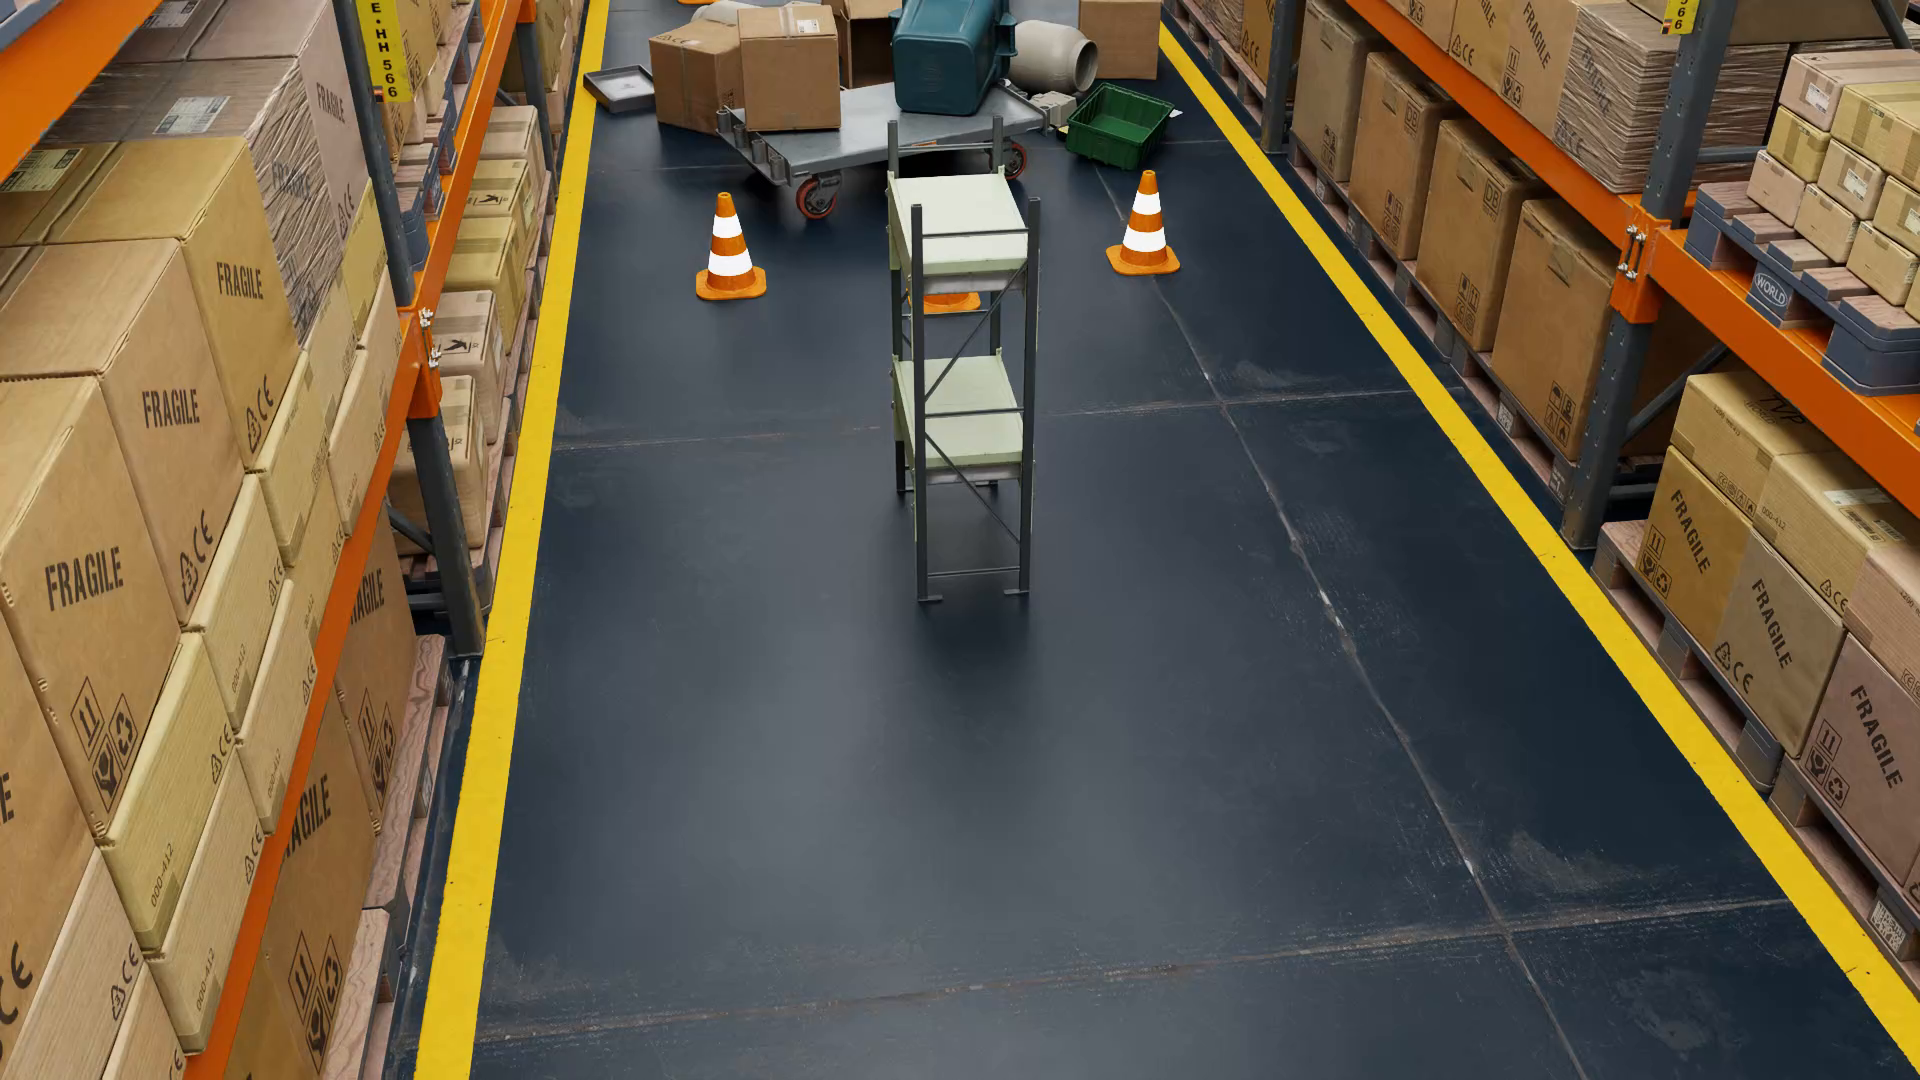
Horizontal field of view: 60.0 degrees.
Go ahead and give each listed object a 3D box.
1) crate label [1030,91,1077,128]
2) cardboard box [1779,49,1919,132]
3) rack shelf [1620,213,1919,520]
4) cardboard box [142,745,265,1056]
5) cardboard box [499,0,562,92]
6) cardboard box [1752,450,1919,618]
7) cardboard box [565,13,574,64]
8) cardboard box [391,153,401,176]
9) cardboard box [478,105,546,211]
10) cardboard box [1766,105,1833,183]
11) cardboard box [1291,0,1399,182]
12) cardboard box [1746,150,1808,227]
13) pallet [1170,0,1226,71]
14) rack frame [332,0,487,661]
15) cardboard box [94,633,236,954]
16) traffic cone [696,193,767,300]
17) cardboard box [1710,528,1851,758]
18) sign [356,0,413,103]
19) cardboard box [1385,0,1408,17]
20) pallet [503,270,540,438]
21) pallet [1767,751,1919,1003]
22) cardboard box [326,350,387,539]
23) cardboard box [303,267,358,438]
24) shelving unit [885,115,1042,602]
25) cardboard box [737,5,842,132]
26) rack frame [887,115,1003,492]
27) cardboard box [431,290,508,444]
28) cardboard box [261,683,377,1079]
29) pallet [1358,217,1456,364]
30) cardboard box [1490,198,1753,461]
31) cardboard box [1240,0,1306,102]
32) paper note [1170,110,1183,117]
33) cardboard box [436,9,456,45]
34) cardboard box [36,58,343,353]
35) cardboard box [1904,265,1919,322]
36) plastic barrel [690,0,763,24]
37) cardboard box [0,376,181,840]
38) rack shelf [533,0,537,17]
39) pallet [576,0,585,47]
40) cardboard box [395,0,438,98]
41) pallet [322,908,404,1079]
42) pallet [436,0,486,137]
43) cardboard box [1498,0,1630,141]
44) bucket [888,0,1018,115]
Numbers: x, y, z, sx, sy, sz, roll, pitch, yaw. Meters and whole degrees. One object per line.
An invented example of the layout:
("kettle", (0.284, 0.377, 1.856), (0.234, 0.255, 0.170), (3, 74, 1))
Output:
("crate label", (0.549, -2.567, 9.895), (0.250, 0.136, 0.298), (27, 43, 34))
("cardboard box", (2.636, -1.306, 4.825), (0.380, 0.149, 0.250), (-4, 35, -6))
("rack shelf", (3.034, 0.148, 4.008), (1.077, 0.370, 4.000), (-4, 35, -6))
("cardboard box", (-1.510, 0.618, 2.812), (0.500, 0.250, 0.500), (-5, 35, -7))
("cardboard box", (-2.476, -2.763, 9.044), (0.500, 0.500, 0.500), (-3, 34, -4))
("cardboard box", (2.686, -0.030, 4.811), (0.500, 0.250, 0.500), (-5, 35, -7))
("cardboard box", (-2.633, -3.046, 10.125), (0.500, 0.250, 0.500), (-5, 35, -7))
("cardboard box", (-1.991, -1.260, 5.285), (0.380, 0.149, 0.250), (-6, 35, -9))
("cardboard box", (-2.592, -1.862, 8.279), (0.950, 0.372, 0.625), (-4, 34, -6))
("cardboard box", (2.631, -1.173, 4.894), (0.380, 0.149, 0.250), (-3, 34, -4))
("cardboard box", (2.400, -2.402, 8.736), (1.050, 0.750, 0.750), (-5, 35, -7))
("cardboard box", (2.625, -1.070, 5.007), (0.380, 0.149, 0.250), (-5, 35, -7))
("pallet", (2.035, -3.458, 11.137), (1.003, 0.211, 1.213), (-4, 35, -6))
("rack frame", (-2.127, -0.834, 4.811), (1.000, 3.000, 0.127), (-4, 35, -6))
("cardboard box", (-1.508, 0.414, 2.668), (0.500, 0.250, 0.500), (-4, 34, -6))
("traffic cone", (-1.111, -1.432, 7.941), (0.336, 0.463, 0.334), (-4, 35, -6))
("cardboard box", (2.678, 0.288, 5.010), (0.500, 0.500, 0.500), (-4, 34, -6))
("sign", (-1.577, -1.357, 4.549), (0.100, 0.325, 0.005), (-4, 35, -6))
("cardboard box", (2.164, -2.664, 7.407), (0.500, 0.500, 0.500), (-5, 35, -7))
("pallet", (-2.391, -0.797, 7.233), (1.003, 0.211, 1.213), (-4, 35, -6))
("pallet", (3.029, 1.002, 4.592), (1.003, 0.211, 1.213), (-4, 35, -6))
("cardboard box", (-1.717, -0.226, 4.051), (0.500, 0.250, 0.500), (-4, 34, -6))
("cardboard box", (-1.737, -0.442, 3.924), (0.500, 0.250, 0.500), (-5, 35, -8))
("shelving unit", (-0.001, -0.623, 5.833), (0.431, 1.500, 0.755), (-4, 35, -6))
("cardboard box", (-0.905, -2.498, 8.799), (0.500, 0.500, 0.500), (-4, 35, -6))
("rack frame", (-0.050, -0.828, 6.133), (0.400, 1.500, 0.023), (-4, 35, -6))
("cardboard box", (-2.300, -0.649, 6.499), (0.950, 0.372, 0.625), (-5, 35, -7))
("cardboard box", (-2.000, 0.760, 3.985), (0.875, 0.875, 0.875), (-4, 34, -6))
("pallet", (2.573, -1.238, 7.880), (1.003, 0.211, 1.213), (-4, 35, -6))
("cardboard box", (2.772, -0.856, 6.467), (1.050, 0.750, 0.750), (-5, 35, -7))
("cardboard box", (2.212, -3.150, 9.722), (0.875, 0.875, 0.875), (-4, 34, -6))
("paper note", (1.239, -2.578, 10.005), (0.142, 0.020, 0.147), (27, 43, 34))
("cardboard box", (-2.155, -2.005, 6.379), (0.380, 0.149, 0.250), (-3, 34, -5))
("cardboard box", (-1.721, -0.734, 3.687), (0.500, 0.500, 0.500), (-4, 34, -6))
("cardboard box", (2.736, -0.620, 4.346), (0.380, 0.149, 0.250), (-3, 34, -4))
("plastic barrel", (-1.425, -3.196, 10.564), (0.512, 0.421, 0.421), (20, 39, 26))
("cardboard box", (-1.524, 0.114, 2.442), (0.500, 0.500, 0.500), (-5, 35, -8))
("rack shelf", (-2.934, -3.885, 9.926), (1.077, 0.370, 4.000), (-4, 35, -6))
("pallet", (-3.118, -3.648, 11.415), (1.003, 0.211, 1.213), (-4, 35, -6))
("cardboard box", (-2.035, -1.731, 5.401), (0.500, 0.500, 0.500), (-3, 34, -4))
("pallet", (-1.934, 1.443, 3.945), (1.003, 0.211, 1.213), (-4, 35, -6))
("pallet", (-2.433, -1.857, 6.481), (1.003, 0.211, 1.213), (-4, 35, -6))
("cardboard box", (2.372, -1.816, 6.163), (0.500, 0.500, 0.500), (-4, 35, -6))
("bucket", (-0.076, -2.674, 9.068), (0.726, 0.611, 0.620), (7, 45, 10))
